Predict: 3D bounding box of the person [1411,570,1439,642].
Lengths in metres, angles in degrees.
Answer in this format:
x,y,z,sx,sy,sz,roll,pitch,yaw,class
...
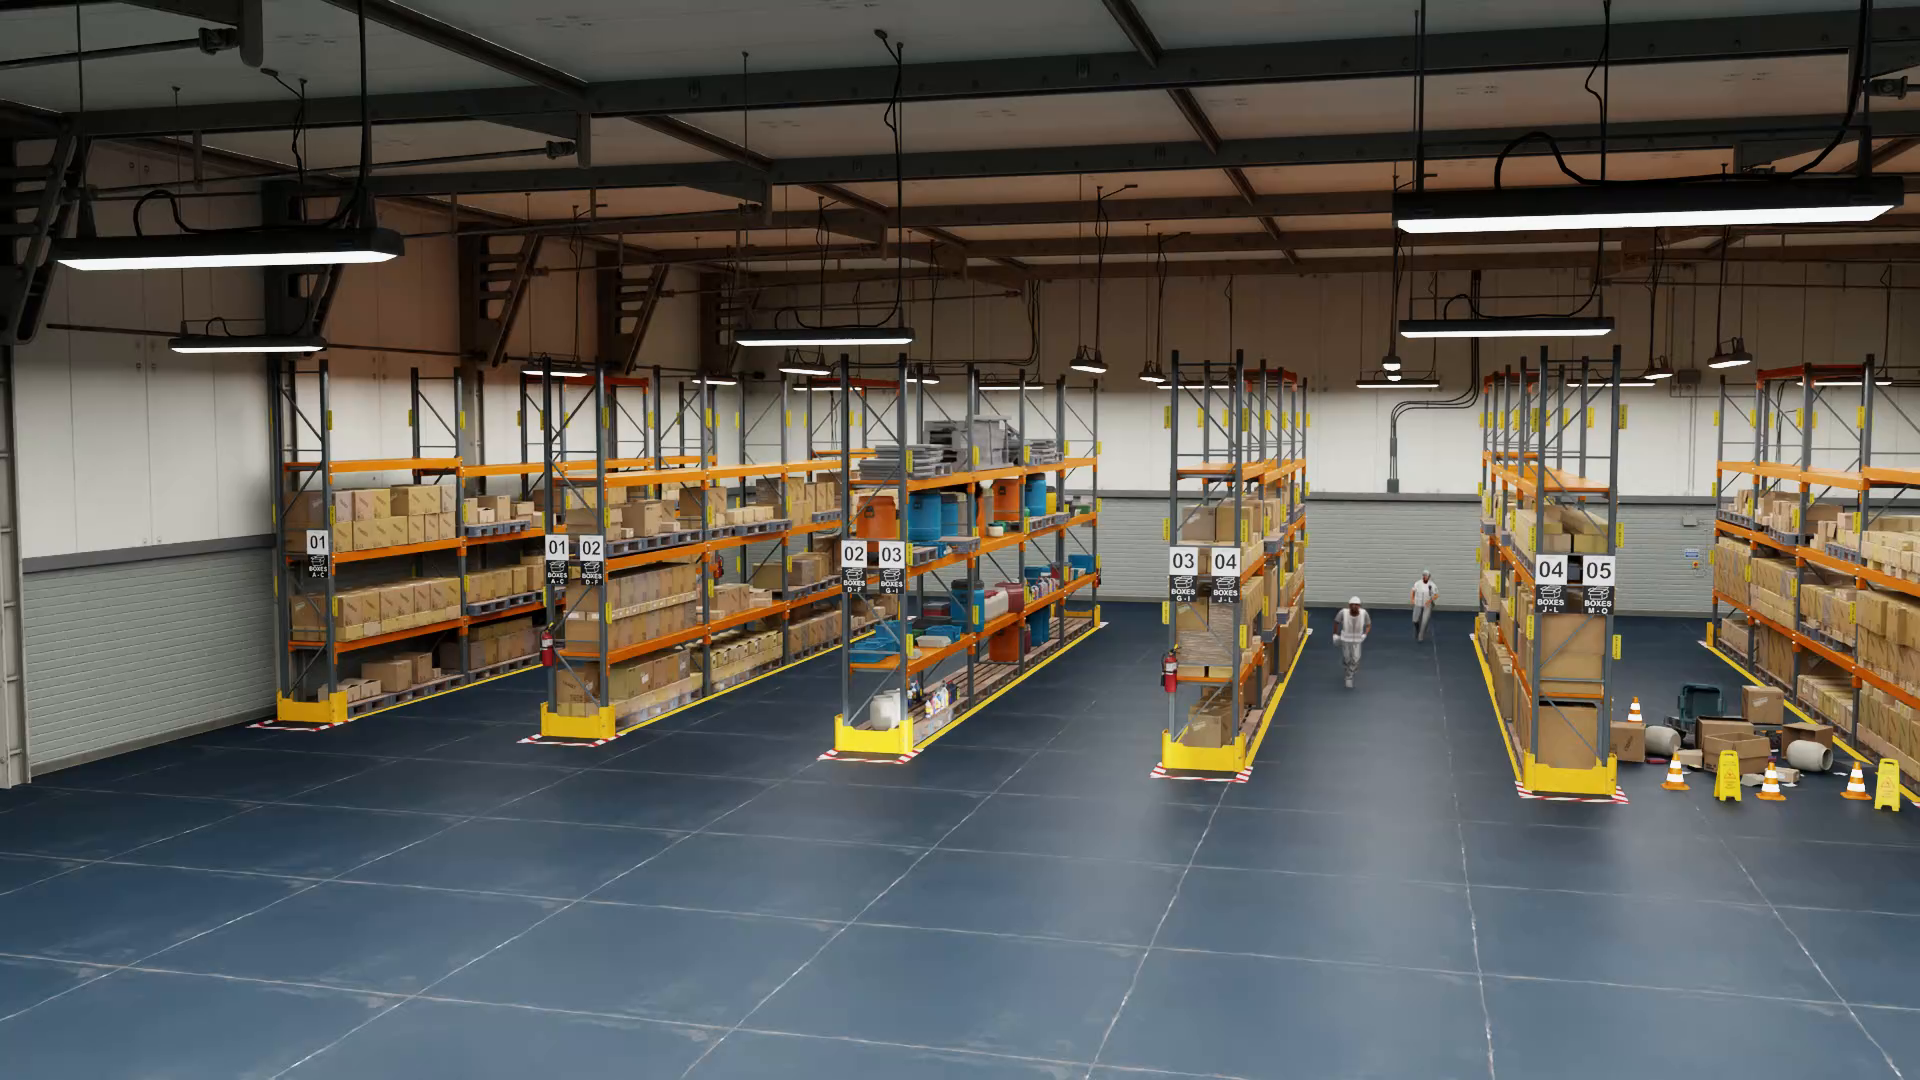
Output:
x,y,z,sx,sy,sz,roll,pitch,yaw,class
10.487,1.492,37.578,0.635,1.619,0.511,2,5,26,person

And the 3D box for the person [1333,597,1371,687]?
x,y,z,sx,sy,sz,roll,pitch,yaw,class
7.386,1.899,31.327,0.669,1.710,0.699,0,4,-1,person
